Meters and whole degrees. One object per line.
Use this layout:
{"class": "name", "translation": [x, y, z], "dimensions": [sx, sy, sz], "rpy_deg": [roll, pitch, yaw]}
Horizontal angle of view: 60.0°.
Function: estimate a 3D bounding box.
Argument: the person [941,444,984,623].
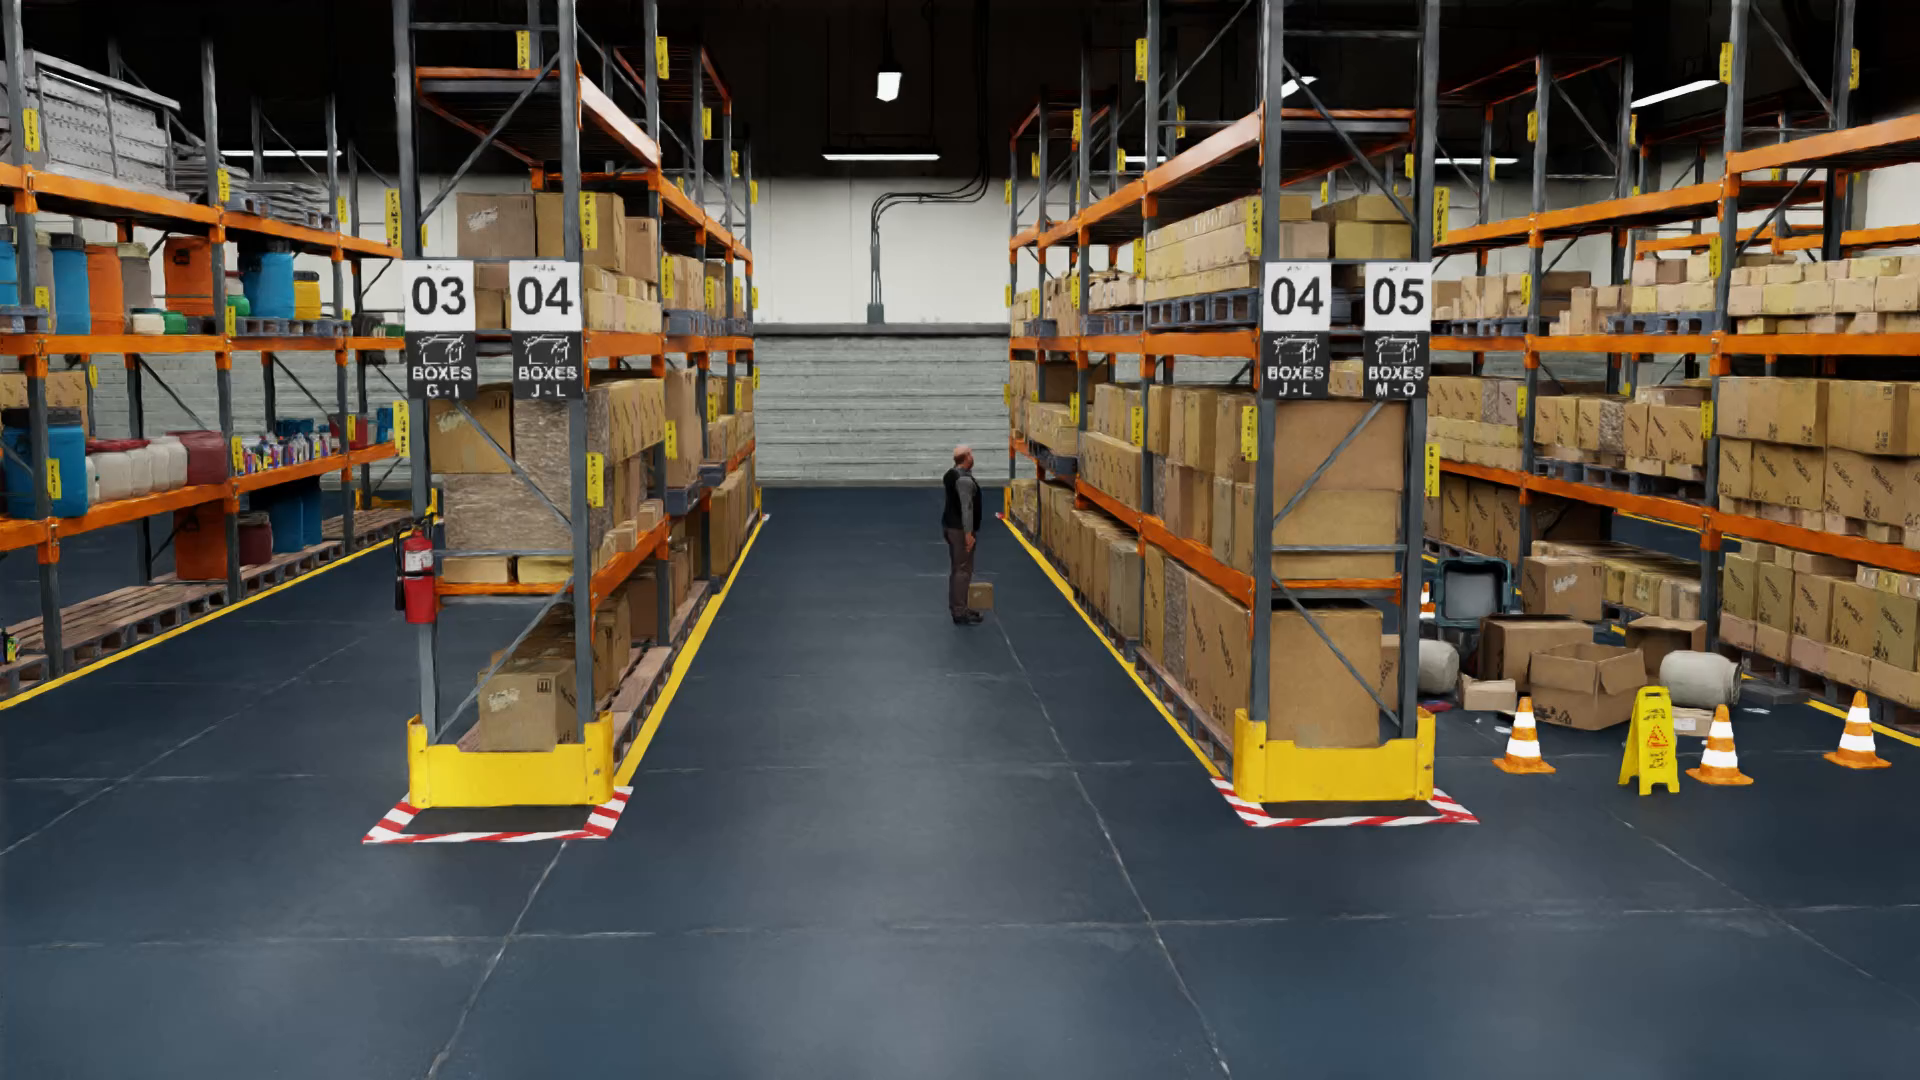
{"class": "person", "translation": [0.033, -0.075, 16.280], "dimensions": [0.390, 1.732, 0.582], "rpy_deg": [-2, 7, -16]}
